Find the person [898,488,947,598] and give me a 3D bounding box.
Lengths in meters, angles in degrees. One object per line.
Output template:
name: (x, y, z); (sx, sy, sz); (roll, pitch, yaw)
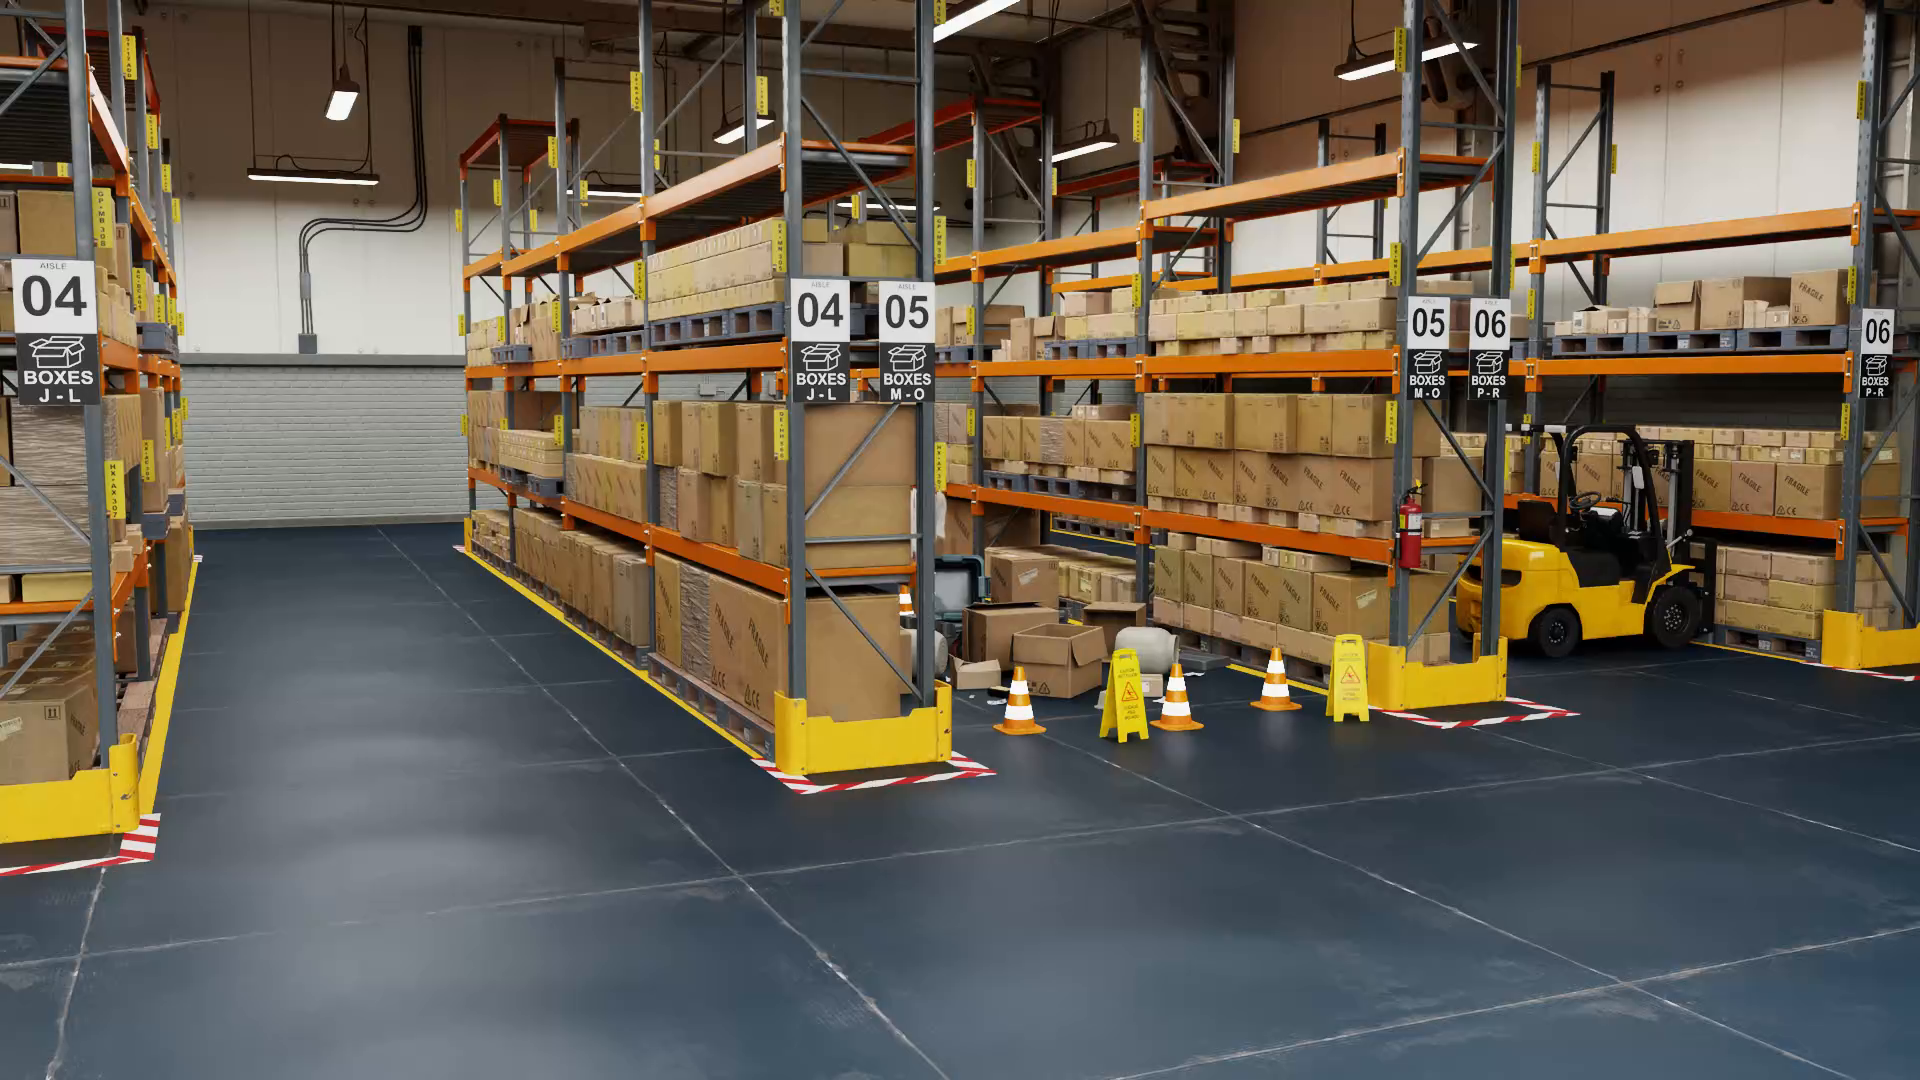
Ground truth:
person: (-0.413, 0.057, 17.922); (0.544, 1.627, 0.697); (-2, 6, -25)
